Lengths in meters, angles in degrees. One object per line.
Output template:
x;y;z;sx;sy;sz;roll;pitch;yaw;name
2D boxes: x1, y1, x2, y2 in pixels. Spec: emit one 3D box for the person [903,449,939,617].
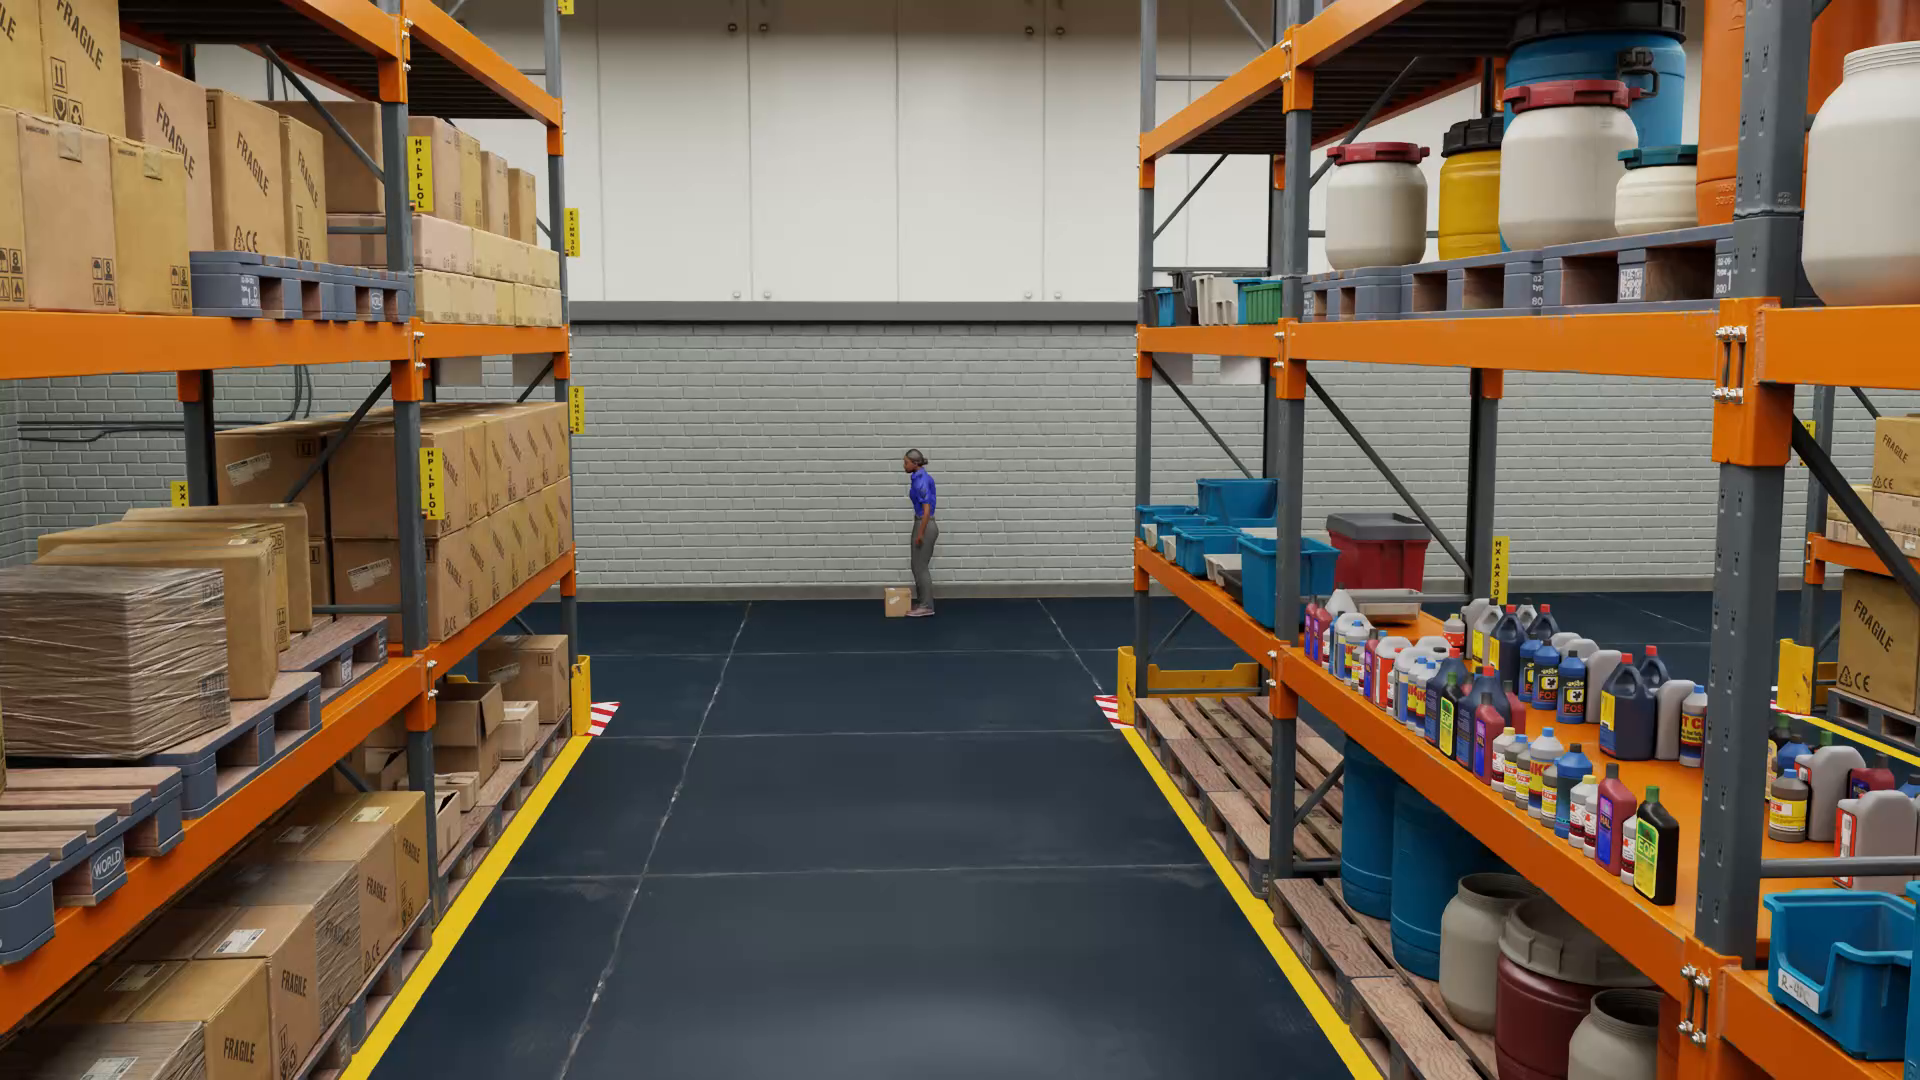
-0.389;-0.081;16.439;0.351;1.655;0.521;-1;7;-5;person
